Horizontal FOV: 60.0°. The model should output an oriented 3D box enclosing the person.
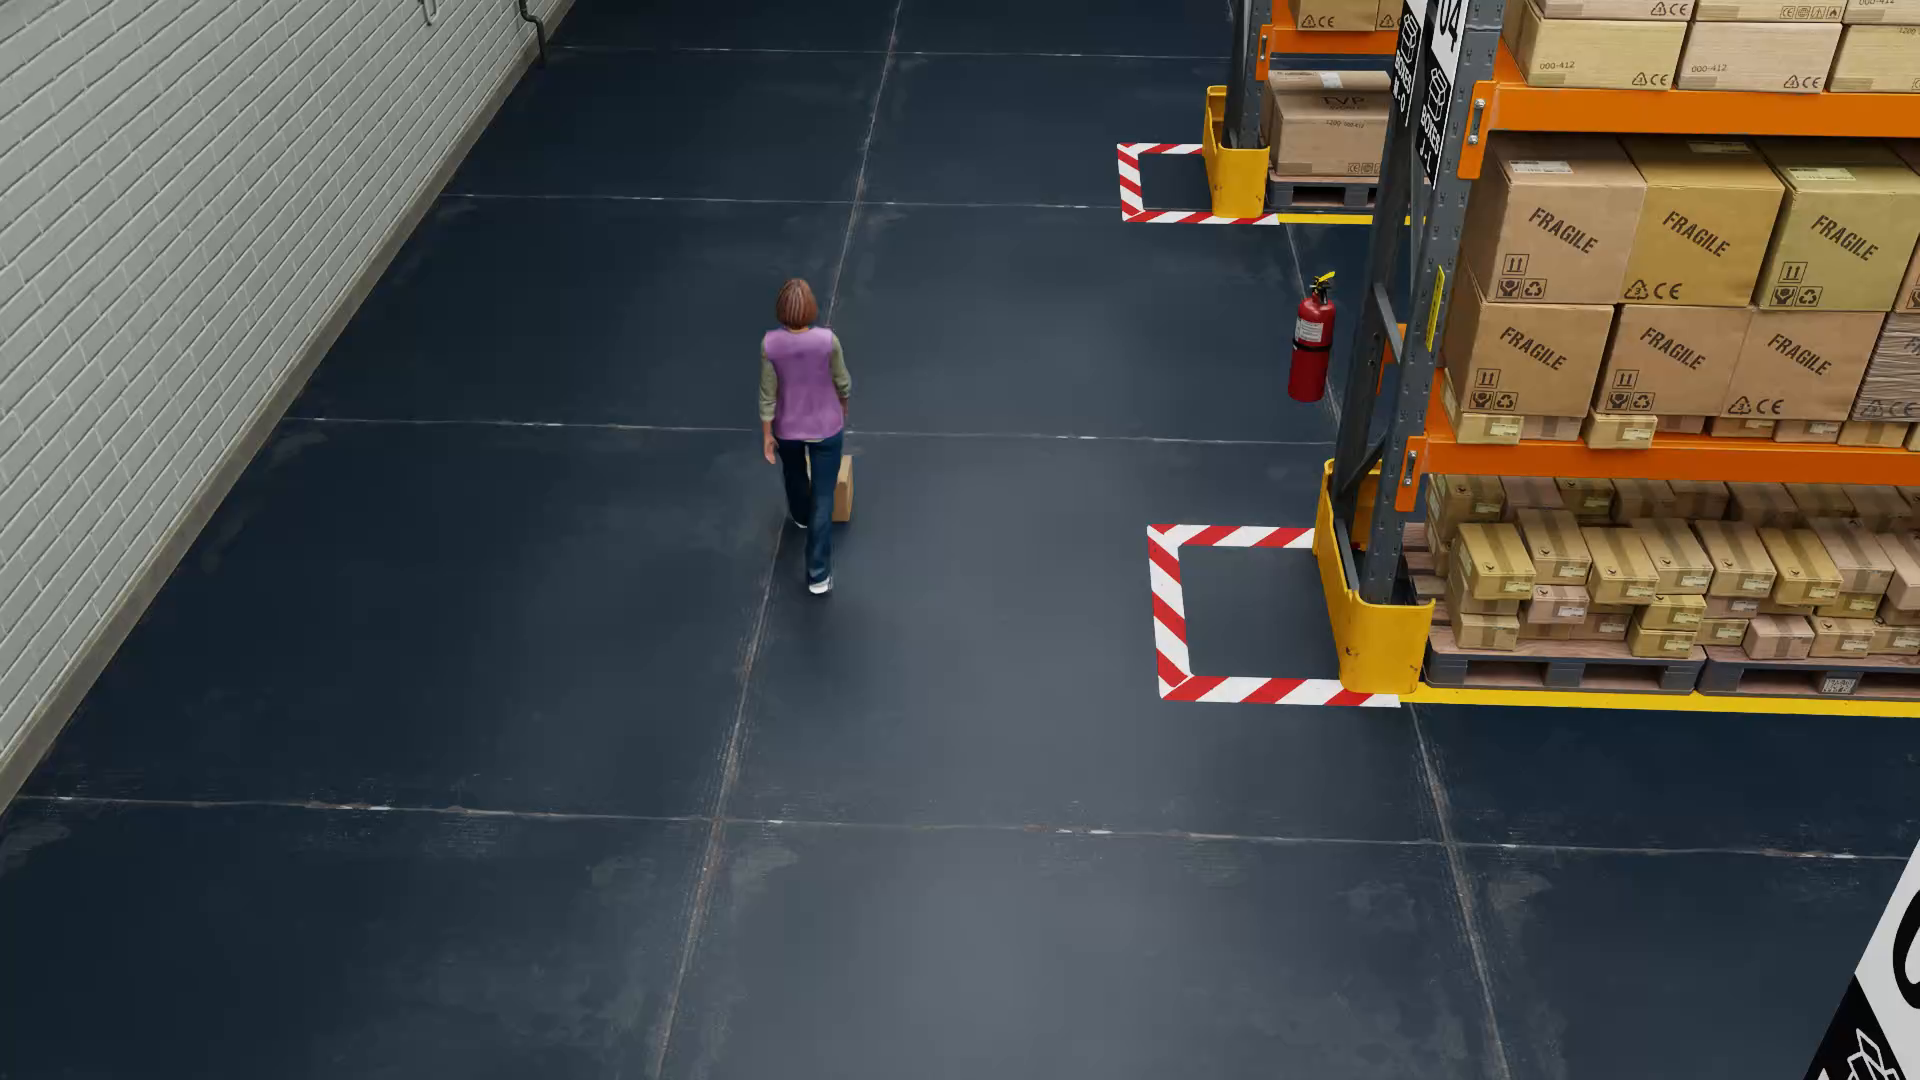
[{"bbox_3d":[-0.713,-0.580,7.913,0.425,1.564,0.838,2,36,3],"label":"person"}]
